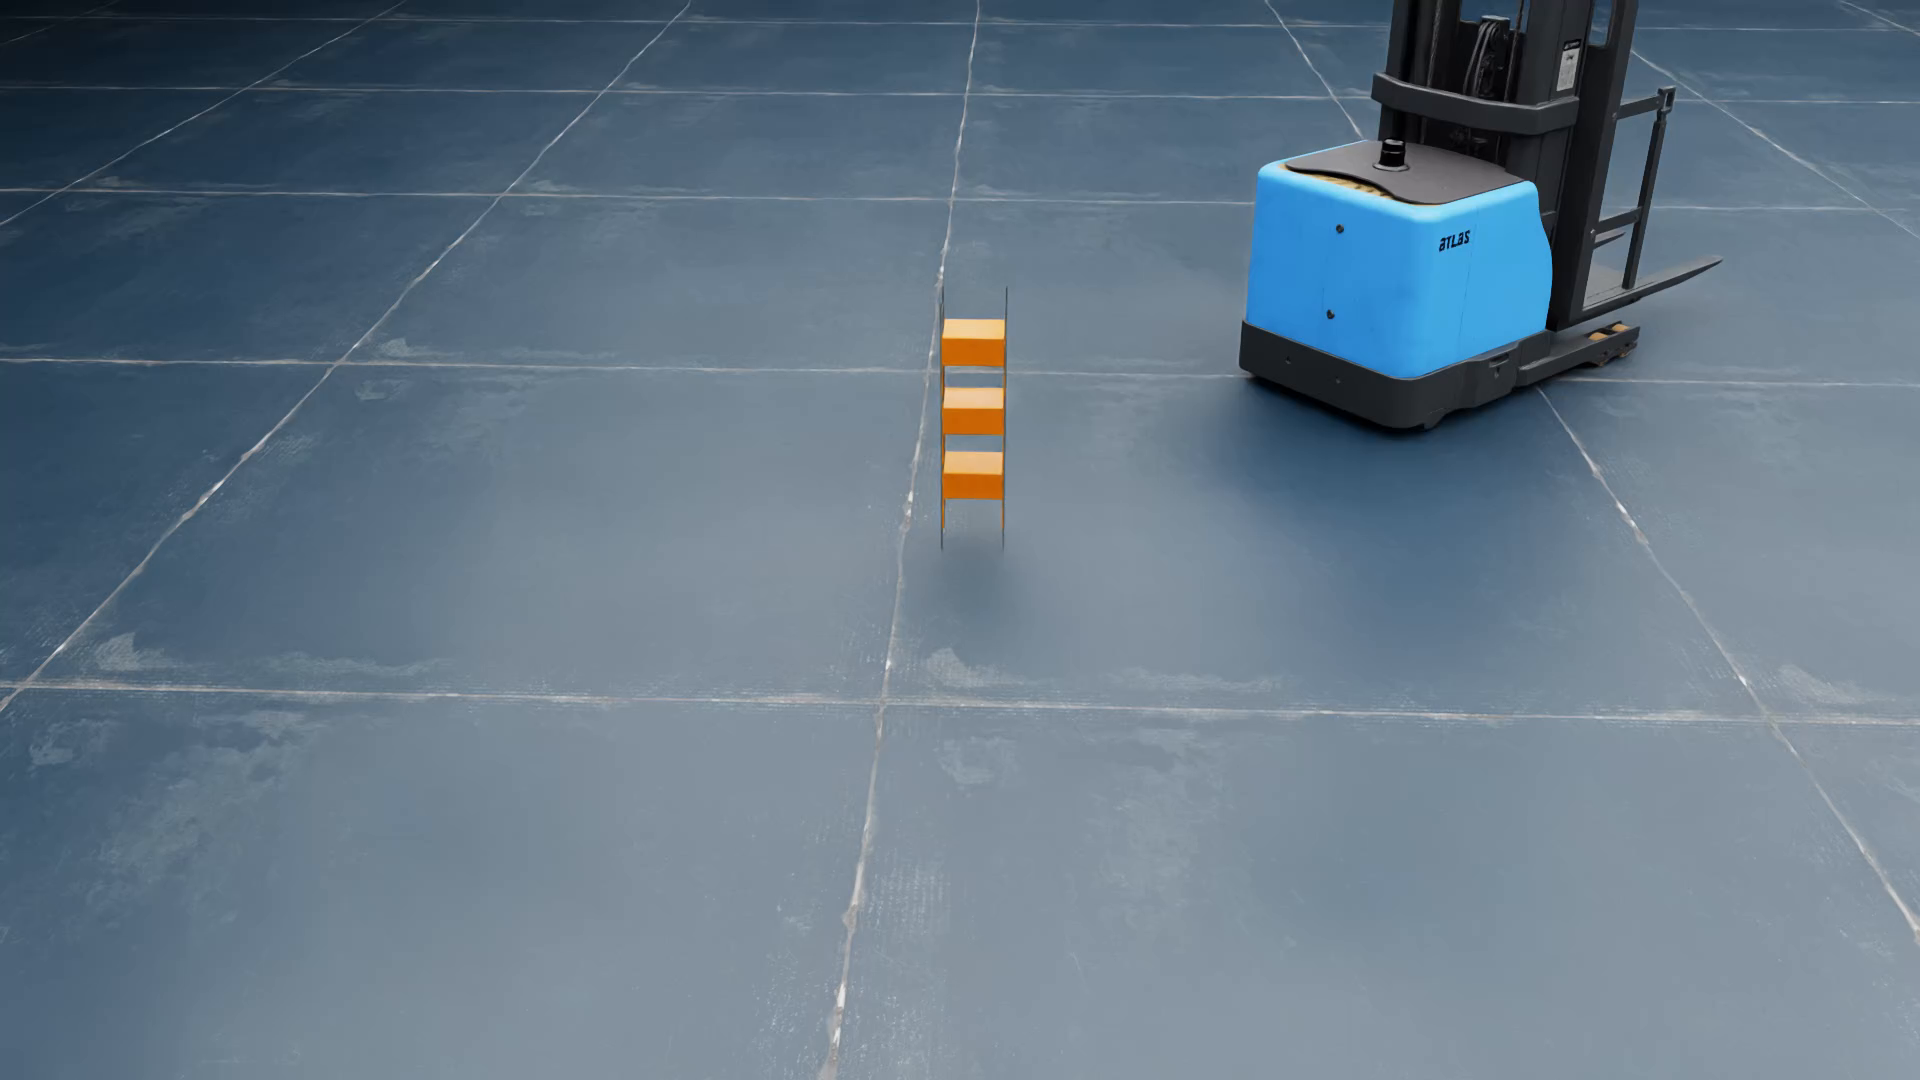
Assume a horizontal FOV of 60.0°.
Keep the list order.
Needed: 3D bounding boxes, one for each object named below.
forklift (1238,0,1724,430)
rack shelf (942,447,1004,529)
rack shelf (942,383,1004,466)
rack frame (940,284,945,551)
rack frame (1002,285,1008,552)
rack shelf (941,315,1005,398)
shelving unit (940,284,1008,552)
[{"bbox_3d":[2.849,-2.349,8.052,3.031,2.935,1.130,-20,34,-33],"label":"forklift"},{"bbox_3d":[0.053,-0.208,6.638,0.240,0.259,0.215,1,28,2],"label":"rack shelf"},{"bbox_3d":[0.053,-0.454,6.507,0.240,0.259,0.215,1,28,2],"label":"rack shelf"},{"bbox_3d":[-0.068,-0.465,6.506,0.008,1.050,0.200,1,28,2],"label":"rack frame"},{"bbox_3d":[0.175,-0.461,6.499,0.008,1.050,0.200,1,28,2],"label":"rack frame"},{"bbox_3d":[0.053,-0.704,6.374,0.240,0.259,0.215,1,28,2],"label":"rack shelf"},{"bbox_3d":[0.053,-0.463,6.502,0.252,1.050,0.215,1,28,2],"label":"shelving unit"}]
